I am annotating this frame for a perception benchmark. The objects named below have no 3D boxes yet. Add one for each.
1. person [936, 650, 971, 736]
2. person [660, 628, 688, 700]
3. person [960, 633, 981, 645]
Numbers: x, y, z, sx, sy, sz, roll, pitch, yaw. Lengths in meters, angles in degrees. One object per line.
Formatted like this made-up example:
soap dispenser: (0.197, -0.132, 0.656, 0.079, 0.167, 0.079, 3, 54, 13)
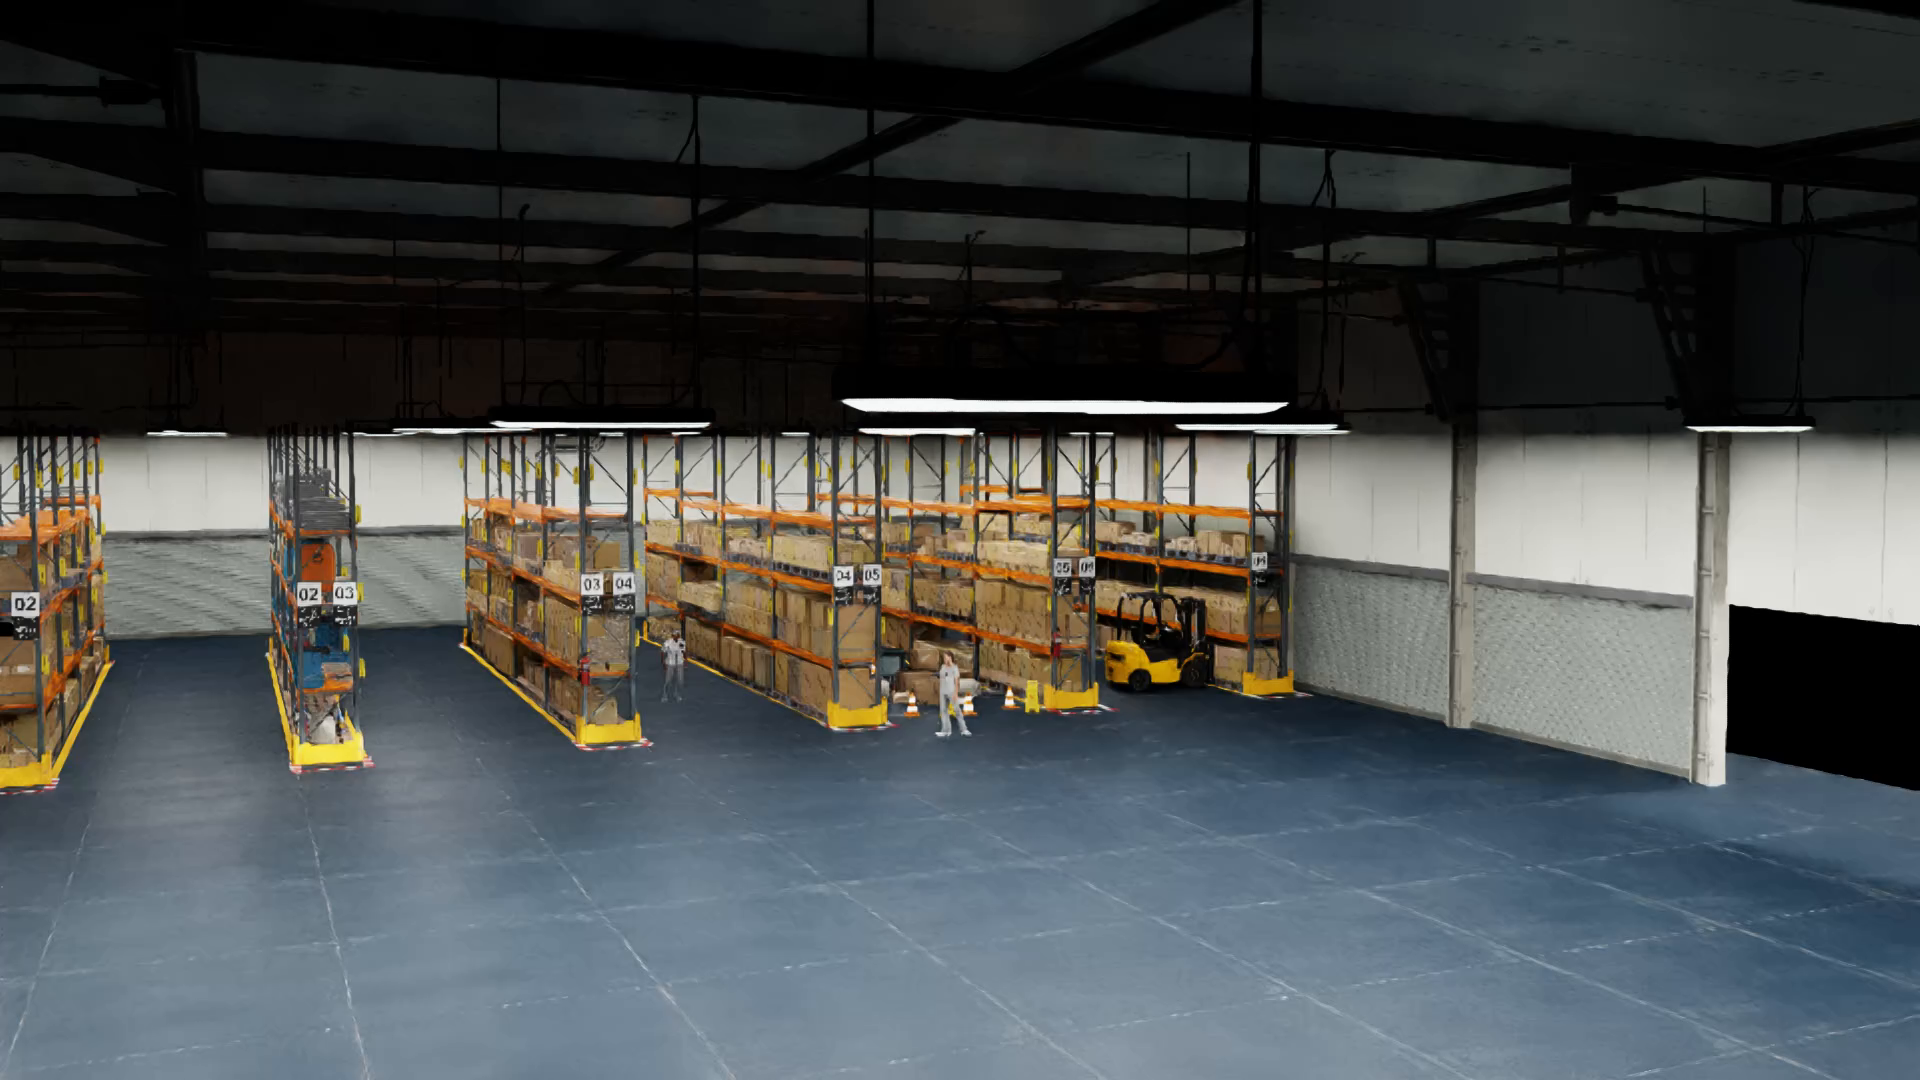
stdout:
person: (-0.117, 2.941, 31.997, 0.656, 1.671, 0.472, 3, 4, 37)
person: (-6.234, 2.700, 36.261, 0.593, 1.629, 0.522, -2, 4, -26)
person: (0.296, 2.058, 46.088, 0.580, 1.666, 0.572, 0, 3, 2)
